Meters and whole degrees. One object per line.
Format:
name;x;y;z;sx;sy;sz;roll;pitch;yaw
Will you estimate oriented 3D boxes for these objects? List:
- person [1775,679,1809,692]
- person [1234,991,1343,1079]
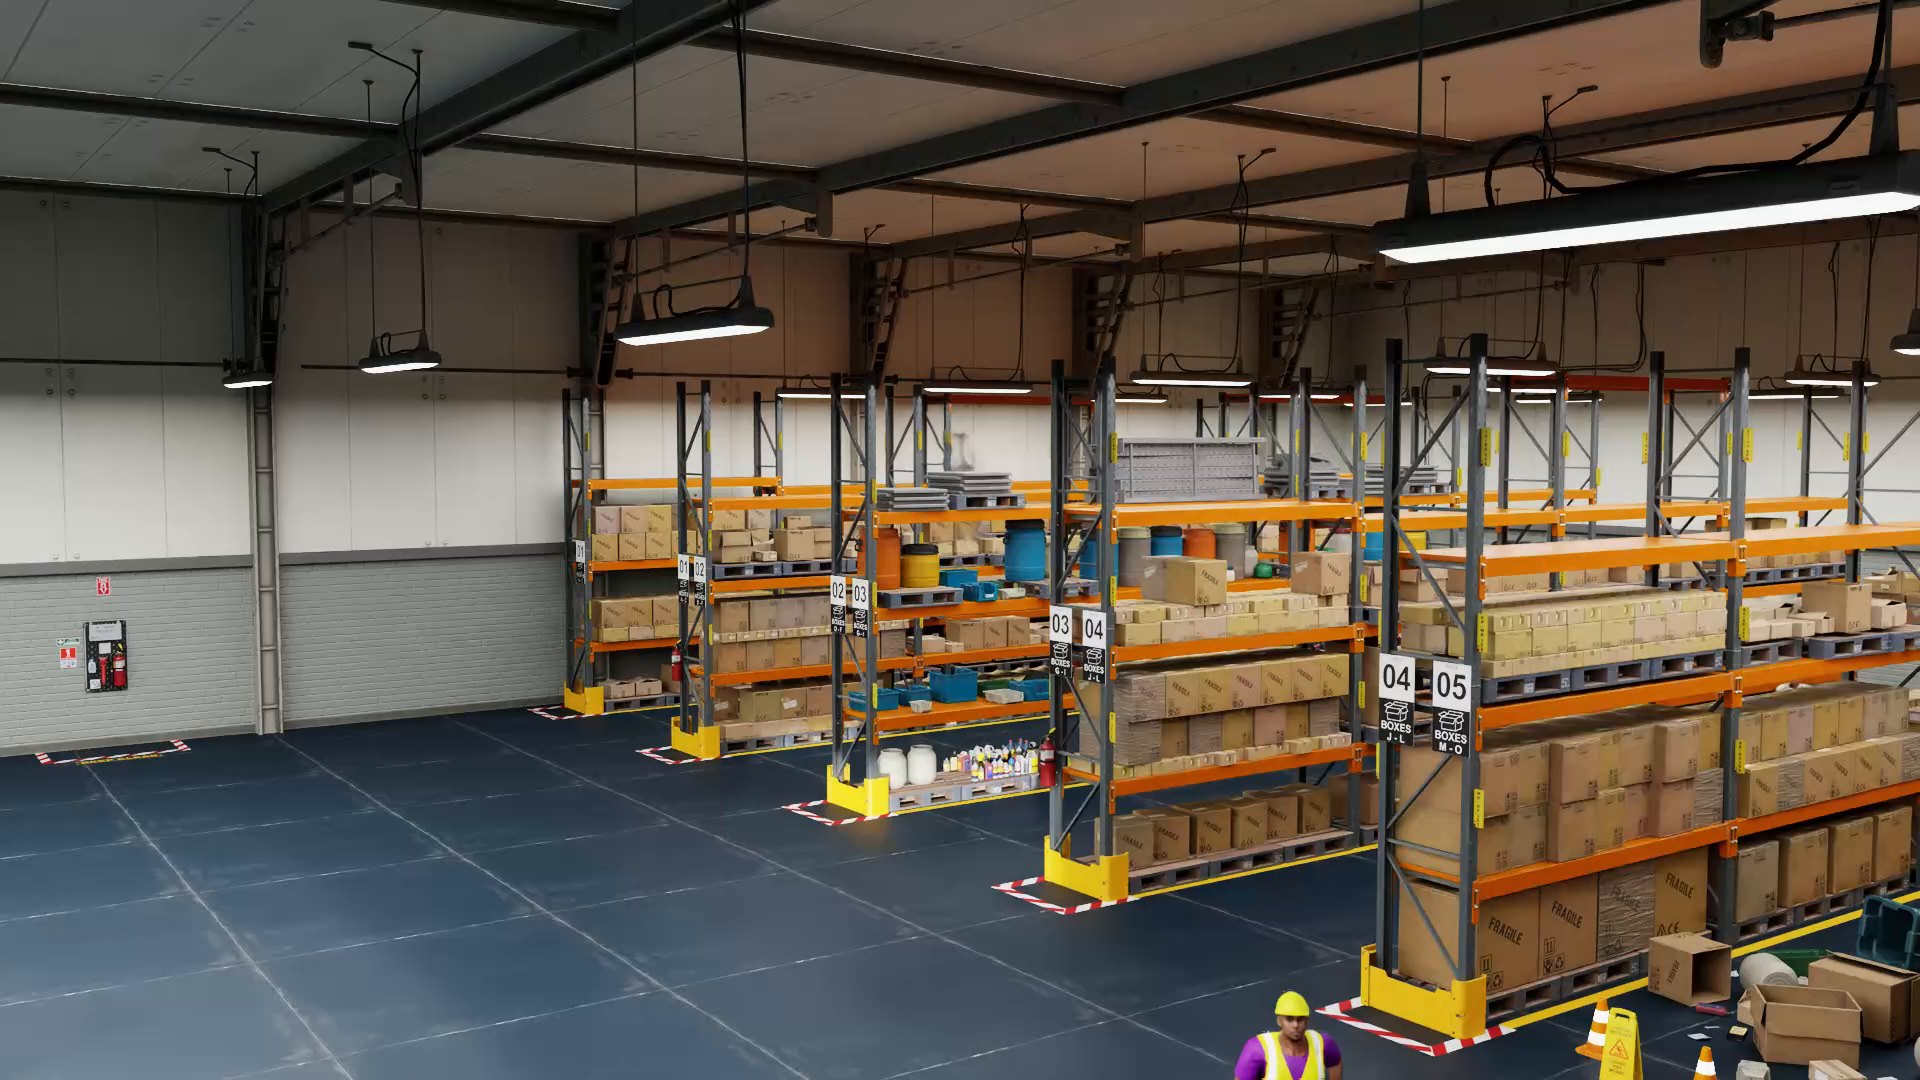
person;12.158;2.740;24.278;0.781;1.846;0.640;-3;4;-34
person;1.999;3.641;10.137;0.676;1.825;0.769;1;4;9
